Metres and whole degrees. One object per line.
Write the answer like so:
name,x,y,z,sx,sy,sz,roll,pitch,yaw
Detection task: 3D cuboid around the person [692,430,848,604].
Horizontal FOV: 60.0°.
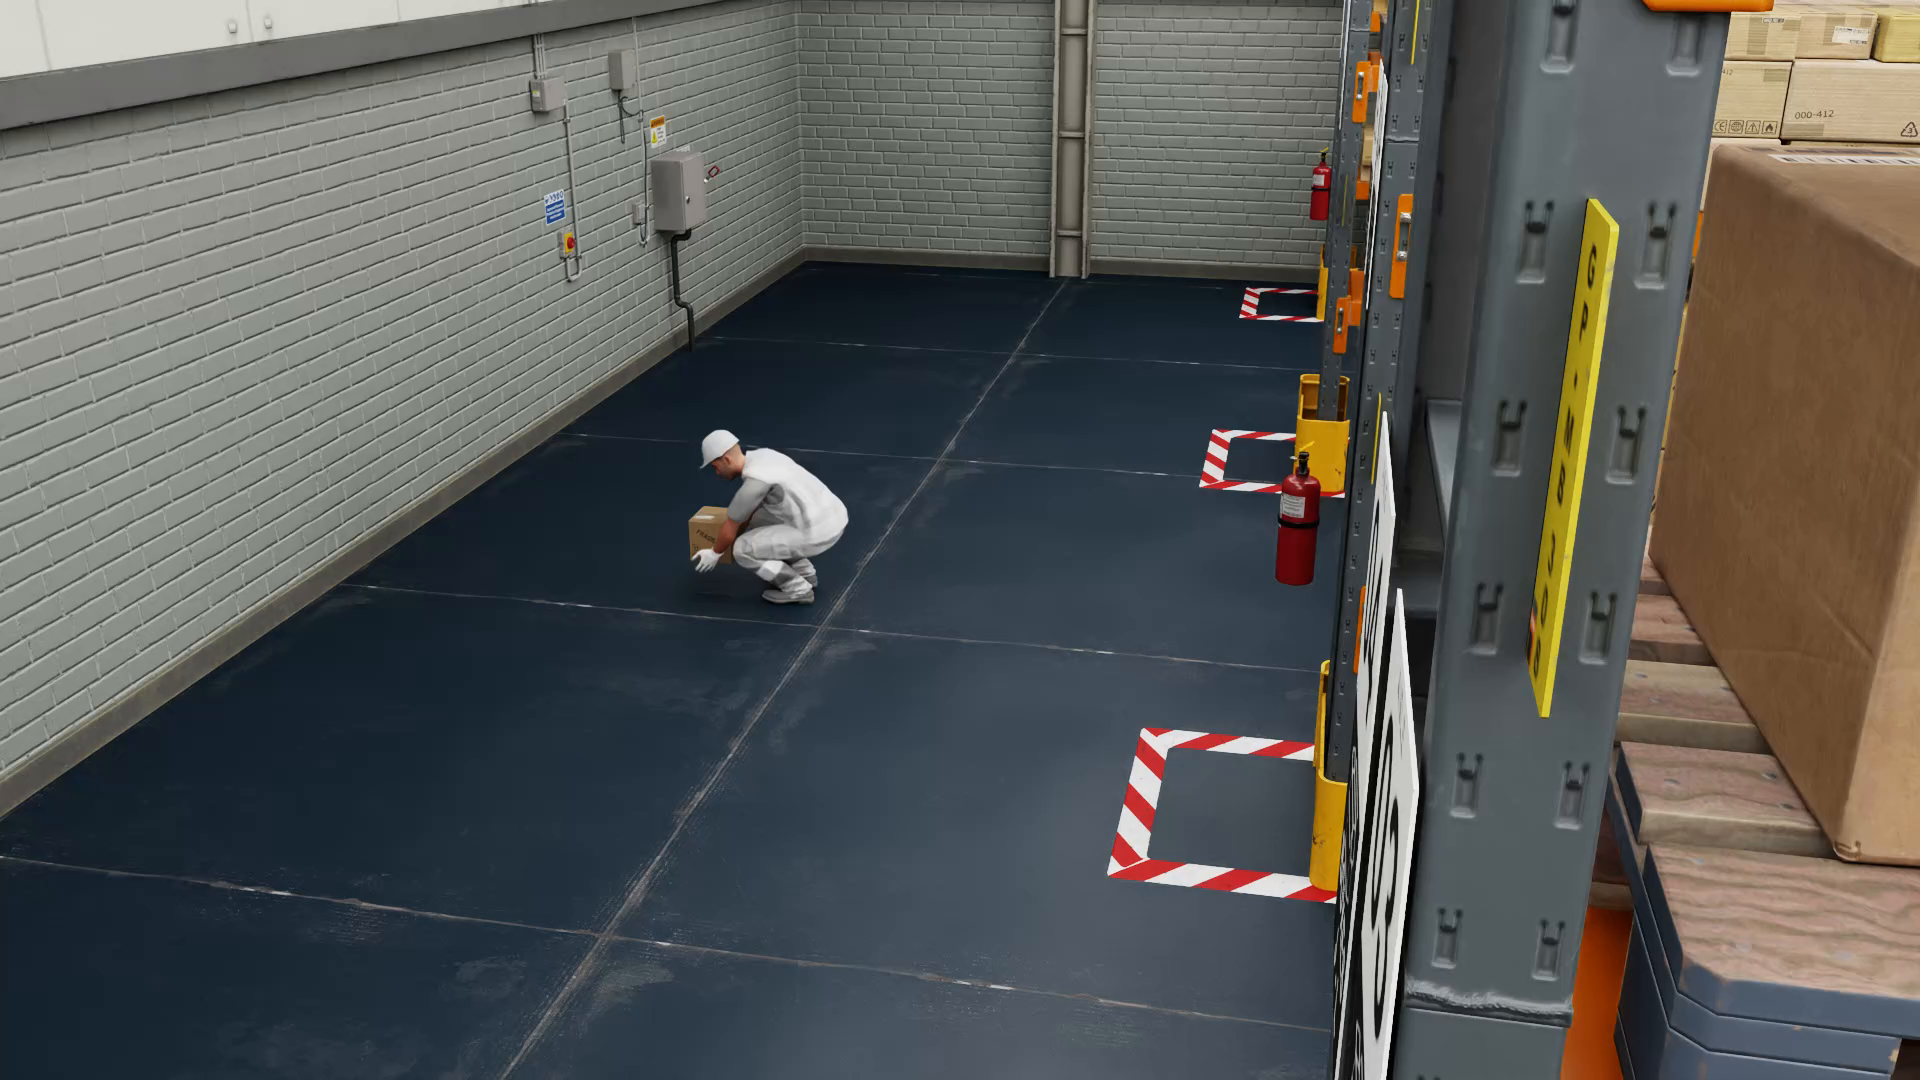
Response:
person,-1.092,-0.152,9.545,0.873,0.992,0.561,4,22,11
